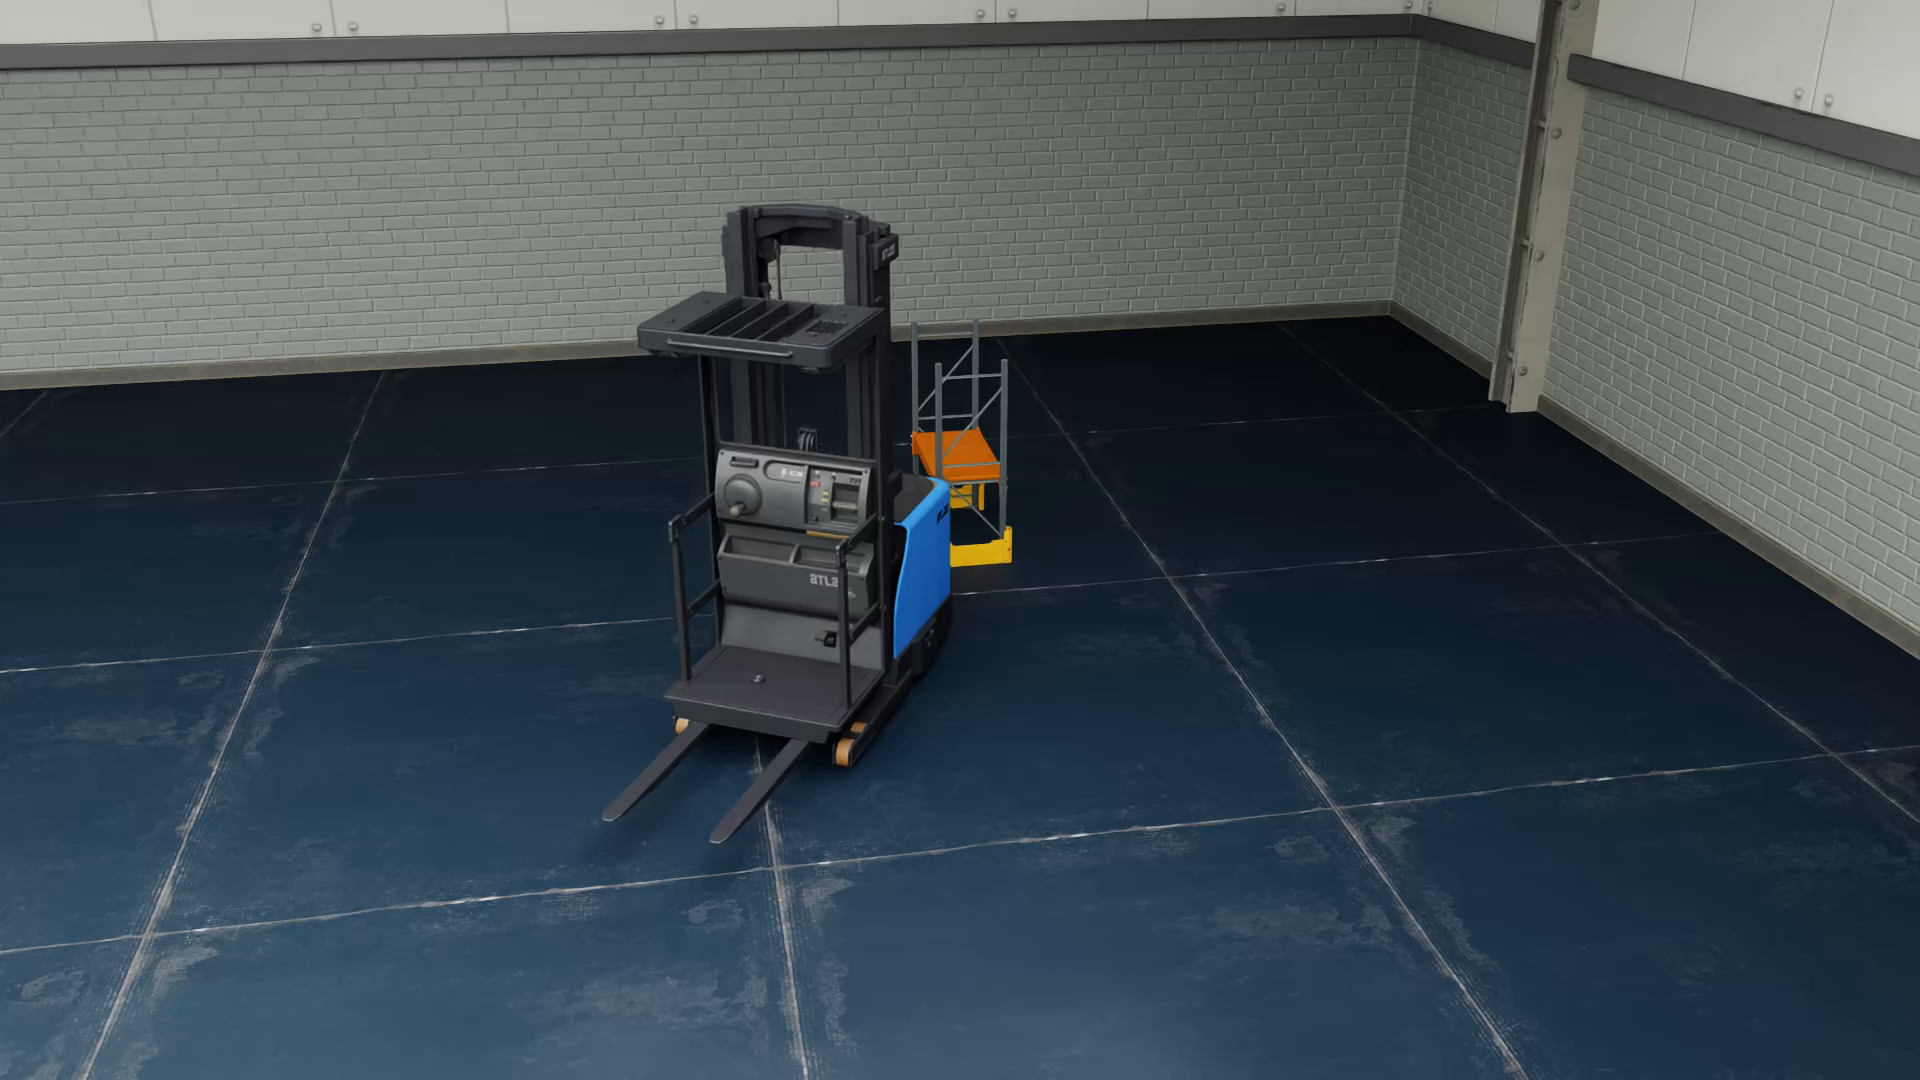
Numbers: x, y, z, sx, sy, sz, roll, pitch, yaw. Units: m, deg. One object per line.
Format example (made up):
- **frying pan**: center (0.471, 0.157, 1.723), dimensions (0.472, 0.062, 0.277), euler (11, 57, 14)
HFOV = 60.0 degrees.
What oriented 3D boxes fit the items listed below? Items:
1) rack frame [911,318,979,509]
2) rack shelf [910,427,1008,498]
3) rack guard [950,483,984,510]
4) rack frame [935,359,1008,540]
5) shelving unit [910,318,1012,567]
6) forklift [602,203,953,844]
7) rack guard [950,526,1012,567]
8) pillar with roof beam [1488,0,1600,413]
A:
- **rack frame**: center (-0.110, -0.921, 12.484), dimensions (0.500, 1.500, 0.032), euler (-4, 24, -10)
- **rack shelf**: center (-0.016, -0.556, 12.099), dimensions (0.538, 0.185, 1.000), euler (-4, 24, -10)
- **rack guard**: center (-0.106, -0.340, 12.717), dimensions (0.587, 0.250, 0.087), euler (-4, 24, -10)
- **rack frame**: center (0.078, -0.521, 11.569), dimensions (0.500, 1.500, 0.032), euler (-4, 24, -10)
- **shelving unit**: center (-0.014, -0.717, 12.018), dimensions (0.587, 1.500, 1.083), euler (-4, 24, -10)
- **forklift**: center (-1.011, -0.249, 9.159), dimensions (1.130, 2.935, 3.031), euler (8, 25, 17)
- **rack guard**: center (0.078, 0.051, 11.820), dimensions (0.587, 0.250, 0.087), euler (-4, 24, -10)
- **pillar with roof beam**: center (0.783, -5.032, 12.527), dimensions (9.100, 9.000, 0.400), euler (-4, 24, -10)
